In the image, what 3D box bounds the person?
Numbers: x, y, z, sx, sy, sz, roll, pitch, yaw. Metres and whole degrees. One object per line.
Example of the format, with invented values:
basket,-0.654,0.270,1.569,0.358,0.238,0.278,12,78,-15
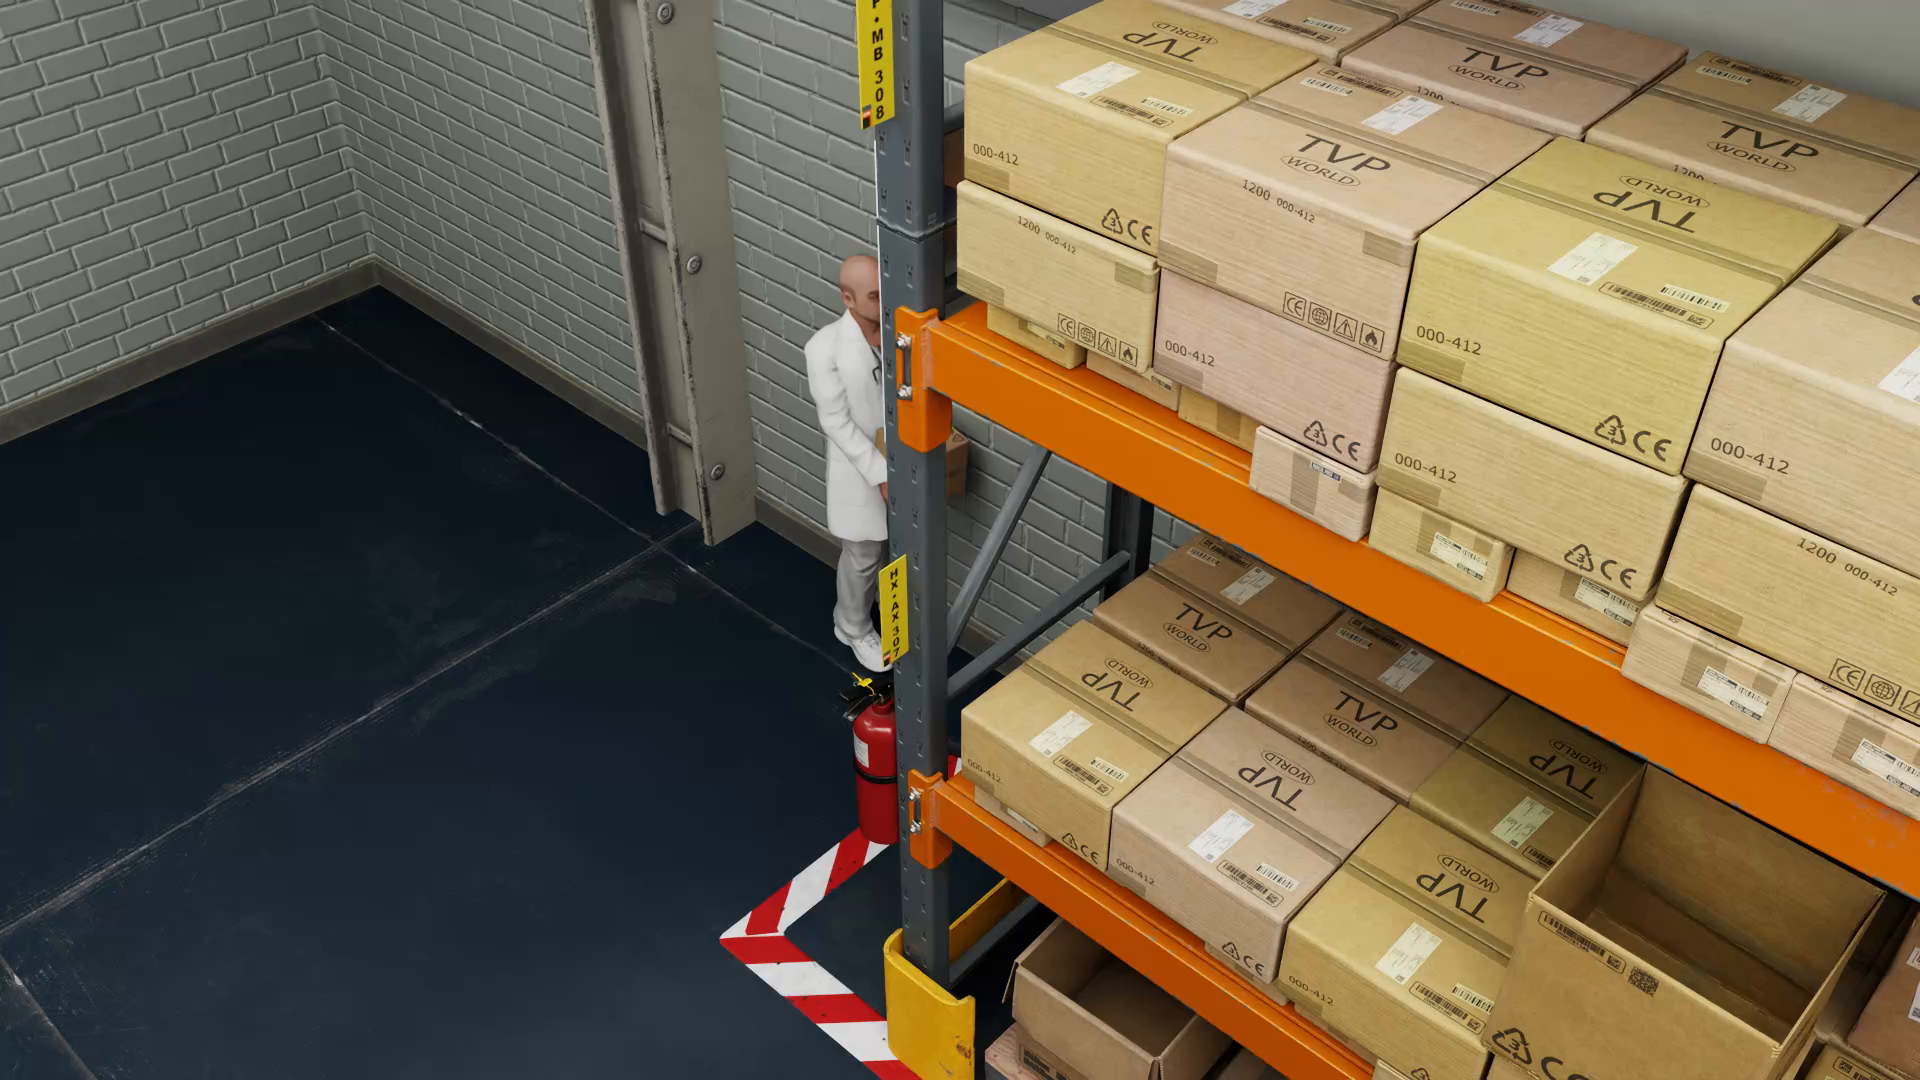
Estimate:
person,-0.256,-0.248,6.479,0.530,1.772,0.557,-28,46,-30
